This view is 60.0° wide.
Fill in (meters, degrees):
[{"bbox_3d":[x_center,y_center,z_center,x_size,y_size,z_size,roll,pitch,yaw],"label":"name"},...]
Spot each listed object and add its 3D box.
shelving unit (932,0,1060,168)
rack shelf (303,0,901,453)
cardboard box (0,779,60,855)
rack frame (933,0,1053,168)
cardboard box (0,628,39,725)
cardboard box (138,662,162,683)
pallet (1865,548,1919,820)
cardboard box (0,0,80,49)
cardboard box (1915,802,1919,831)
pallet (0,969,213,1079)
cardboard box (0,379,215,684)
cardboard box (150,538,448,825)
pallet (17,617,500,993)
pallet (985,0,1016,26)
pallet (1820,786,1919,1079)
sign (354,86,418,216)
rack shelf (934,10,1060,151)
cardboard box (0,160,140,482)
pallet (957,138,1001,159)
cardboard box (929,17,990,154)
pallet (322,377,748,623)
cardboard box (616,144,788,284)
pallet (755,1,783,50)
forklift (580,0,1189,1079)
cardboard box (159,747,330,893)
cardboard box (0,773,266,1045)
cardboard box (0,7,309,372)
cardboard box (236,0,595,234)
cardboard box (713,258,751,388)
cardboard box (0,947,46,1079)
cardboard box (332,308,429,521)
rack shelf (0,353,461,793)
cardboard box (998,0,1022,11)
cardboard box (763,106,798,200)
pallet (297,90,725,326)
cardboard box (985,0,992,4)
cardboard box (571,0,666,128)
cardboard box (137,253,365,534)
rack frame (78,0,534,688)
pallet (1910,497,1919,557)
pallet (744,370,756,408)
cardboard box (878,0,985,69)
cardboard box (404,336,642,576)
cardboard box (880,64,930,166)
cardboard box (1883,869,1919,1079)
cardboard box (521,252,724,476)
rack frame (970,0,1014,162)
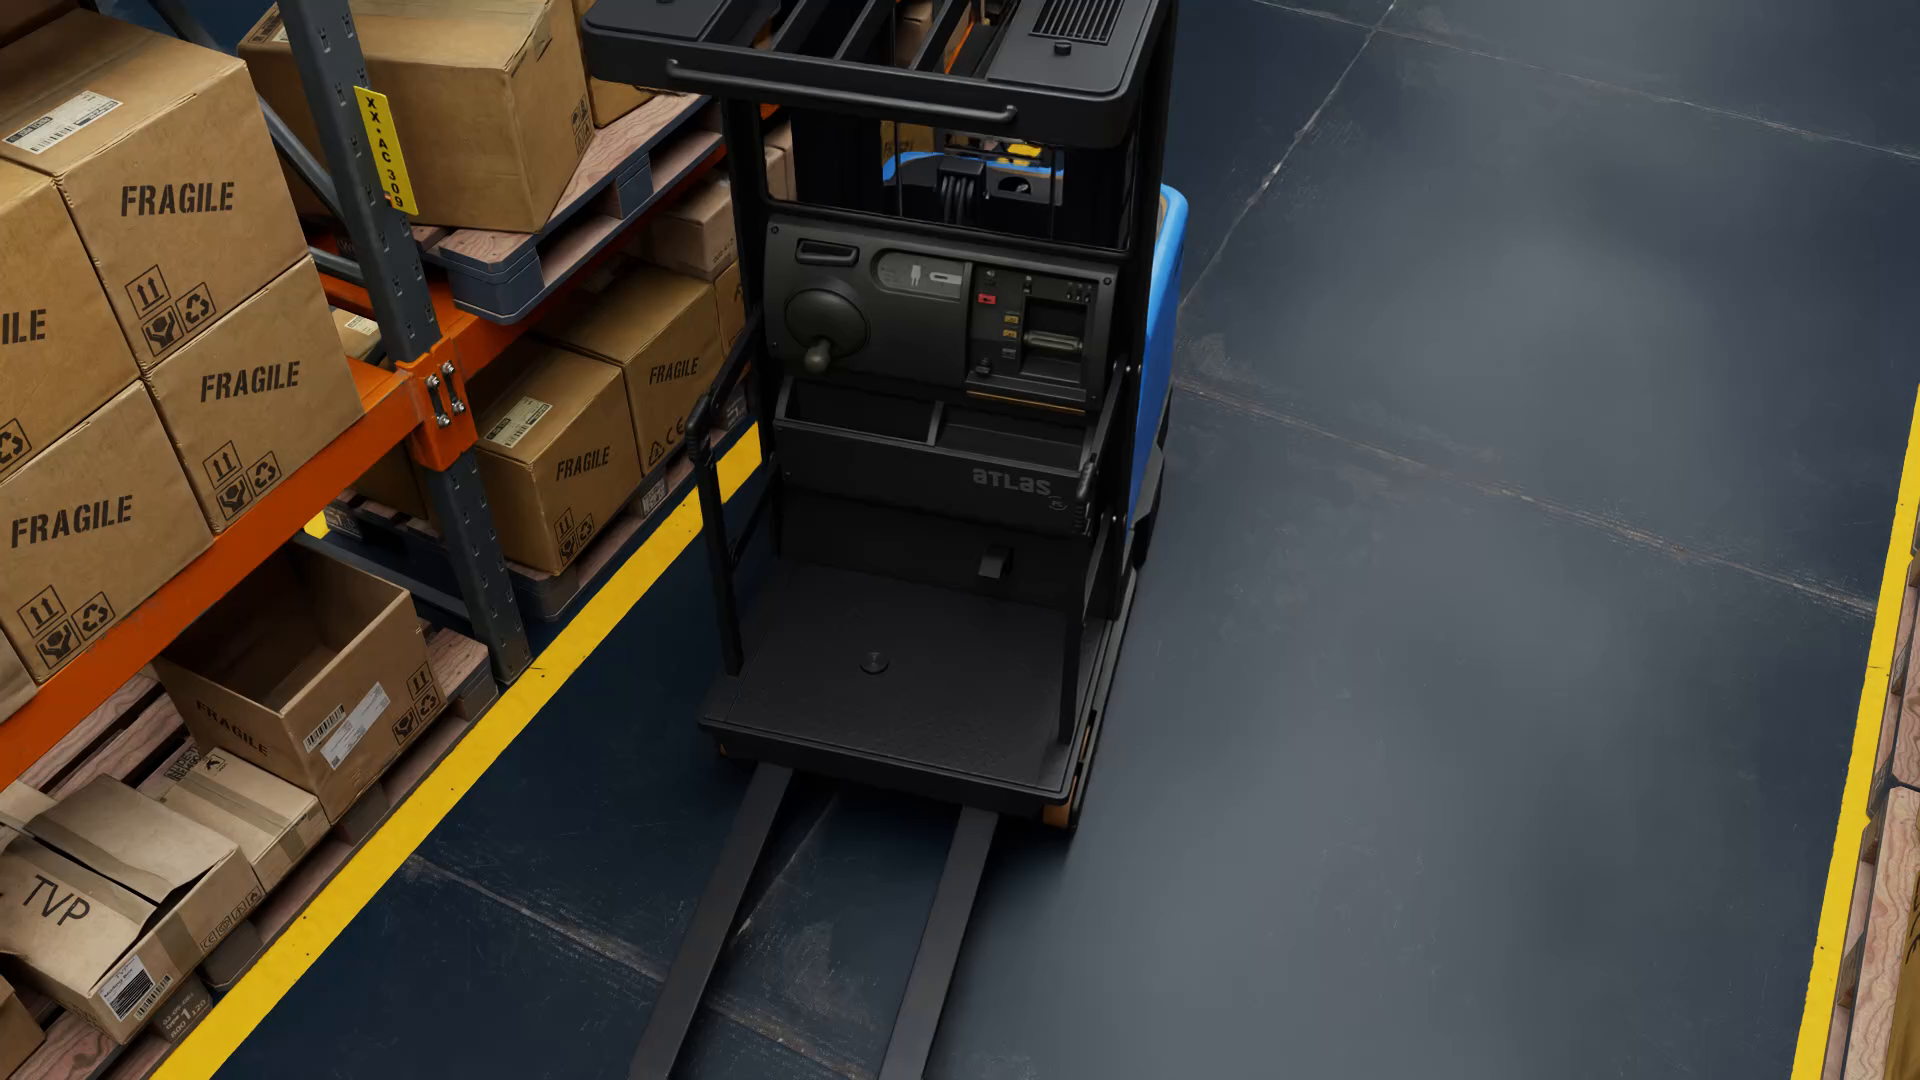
[{"bbox_3d":[0.172,-1.456,5.713,0.431,2.100,0.503,10,46,10],"label":"shelving unit"},{"bbox_3d":[-0.916,-1.796,5.922,1.077,0.370,4.000,20,49,19],"label":"rack shelf"},{"bbox_3d":[-2.624,0.794,4.539,0.380,0.166,0.250,20,49,19],"label":"cardboard box"},{"bbox_3d":[0.111,-1.288,5.547,0.400,2.100,0.015,10,46,10],"label":"rack frame"},{"bbox_3d":[-2.324,0.225,3.348,0.500,0.500,0.500,22,49,20],"label":"cardboard box"},{"bbox_3d":[-2.231,0.195,5.030,0.500,0.311,0.500,20,49,19],"label":"cardboard box"},{"bbox_3d":[3.401,0.542,5.066,1.003,0.211,1.213,20,49,19],"label":"pallet"},{"bbox_3d":[-2.313,-0.972,3.828,0.500,0.500,0.500,22,49,20],"label":"cardboard box"},{"bbox_3d":[3.141,0.439,4.423,0.750,0.750,0.750,22,49,20],"label":"cardboard box"},{"bbox_3d":[-2.730,1.395,4.223,1.003,0.211,1.213,20,49,19],"label":"pallet"},{"bbox_3d":[-2.088,-0.099,3.669,0.500,0.500,0.500,22,49,20],"label":"cardboard box"},{"bbox_3d":[-1.858,0.388,4.706,0.500,0.500,0.500,20,49,19],"label":"cardboard box"},{"bbox_3d":[-2.164,0.624,4.985,1.003,0.211,1.213,20,49,19],"label":"pallet"},{"bbox_3d":[0.429,-2.834,8.403,1.003,0.211,1.213,20,49,19],"label":"pallet"},{"bbox_3d":[2.836,1.313,4.303,1.003,0.211,1.213,20,49,19],"label":"pallet"},{"bbox_3d":[-1.361,-0.919,3.941,0.100,0.325,0.005,20,49,19],"label":"sign"},{"bbox_3d":[0.172,-1.446,5.722,0.431,0.518,0.480,10,46,10],"label":"rack shelf"},{"bbox_3d":[-2.086,-0.448,3.310,0.500,0.500,0.500,20,49,18],"label":"cardboard box"},{"bbox_3d":[-0.368,-1.871,7.451,1.003,0.211,1.213,20,49,19],"label":"pallet"},{"bbox_3d":[-0.214,-1.918,6.985,0.500,0.500,0.500,22,49,21],"label":"cardboard box"},{"bbox_3d":[-1.501,-0.334,5.931,1.003,0.211,1.213,20,49,19],"label":"pallet"},{"bbox_3d":[-0.940,-1.183,5.731,0.500,0.250,0.500,21,49,19],"label":"cardboard box"},{"bbox_3d":[-0.887,-2.015,5.767,1.003,0.211,1.213,20,49,19],"label":"pallet"},{"bbox_3d":[-0.114,-0.493,4.176,1.130,2.935,3.031,10,46,10],"label":"forklift"},{"bbox_3d":[-1.979,0.767,4.578,0.380,0.149,0.250,20,49,19],"label":"cardboard box"},{"bbox_3d":[-2.206,0.927,4.306,0.500,0.311,0.500,20,49,19],"label":"cardboard box"},{"bbox_3d":[-1.850,-0.772,3.630,0.500,0.500,0.500,21,49,19],"label":"cardboard box"},{"bbox_3d":[-1.427,-1.196,4.458,0.700,0.500,0.500,6,46,6],"label":"cardboard box"},{"bbox_3d":[-0.928,-0.941,6.019,0.500,0.500,0.500,21,49,20],"label":"cardboard box"},{"bbox_3d":[-2.712,1.119,3.981,0.797,0.503,0.637,20,49,19],"label":"cardboard box"},{"bbox_3d":[-1.870,-0.470,5.554,0.500,0.500,0.500,20,49,19],"label":"cardboard box"},{"bbox_3d":[-2.773,0.724,3.431,1.077,0.370,4.000,20,49,19],"label":"rack shelf"},{"bbox_3d":[0.515,-2.723,7.970,0.500,0.250,0.500,20,49,19],"label":"cardboard box"},{"bbox_3d":[-0.708,-1.499,6.043,0.500,0.250,0.500,20,49,18],"label":"cardboard box"},{"bbox_3d":[-1.377,-1.189,4.951,1.003,0.211,1.213,20,49,19],"label":"pallet"},{"bbox_3d":[0.040,-2.902,8.147,0.500,0.250,0.500,22,49,20],"label":"cardboard box"},{"bbox_3d":[-1.164,-1.650,4.907,0.700,0.500,0.500,28,52,25],"label":"cardboard box"},{"bbox_3d":[-1.850,-0.424,3.990,0.500,0.500,0.500,21,49,20],"label":"cardboard box"},{"bbox_3d":[-1.845,-0.789,4.421,1.000,3.000,0.127,20,49,19],"label":"rack frame"},{"bbox_3d":[3.969,-0.224,5.823,1.003,0.211,1.213,20,49,19],"label":"pallet"},{"bbox_3d":[-0.936,-1.105,6.694,1.003,0.211,1.213,20,49,19],"label":"pallet"},{"bbox_3d":[-0.237,-2.145,6.682,0.500,0.250,0.500,22,49,21],"label":"cardboard box"},{"bbox_3d":[-1.404,-0.289,5.375,0.500,0.500,0.500,18,48,17],"label":"cardboard box"},{"bbox_3d":[-0.455,-1.592,6.663,0.500,0.500,0.500,19,48,18],"label":"cardboard box"},{"bbox_3d":[2.731,1.000,3.869,0.750,0.750,0.750,21,49,19],"label":"cardboard box"},{"bbox_3d":[-1.167,-0.629,5.711,0.500,0.500,0.500,21,49,20],"label":"cardboard box"},{"bbox_3d":[0.234,-1.624,5.879,0.400,2.100,0.015,10,46,10],"label":"rack frame"}]
